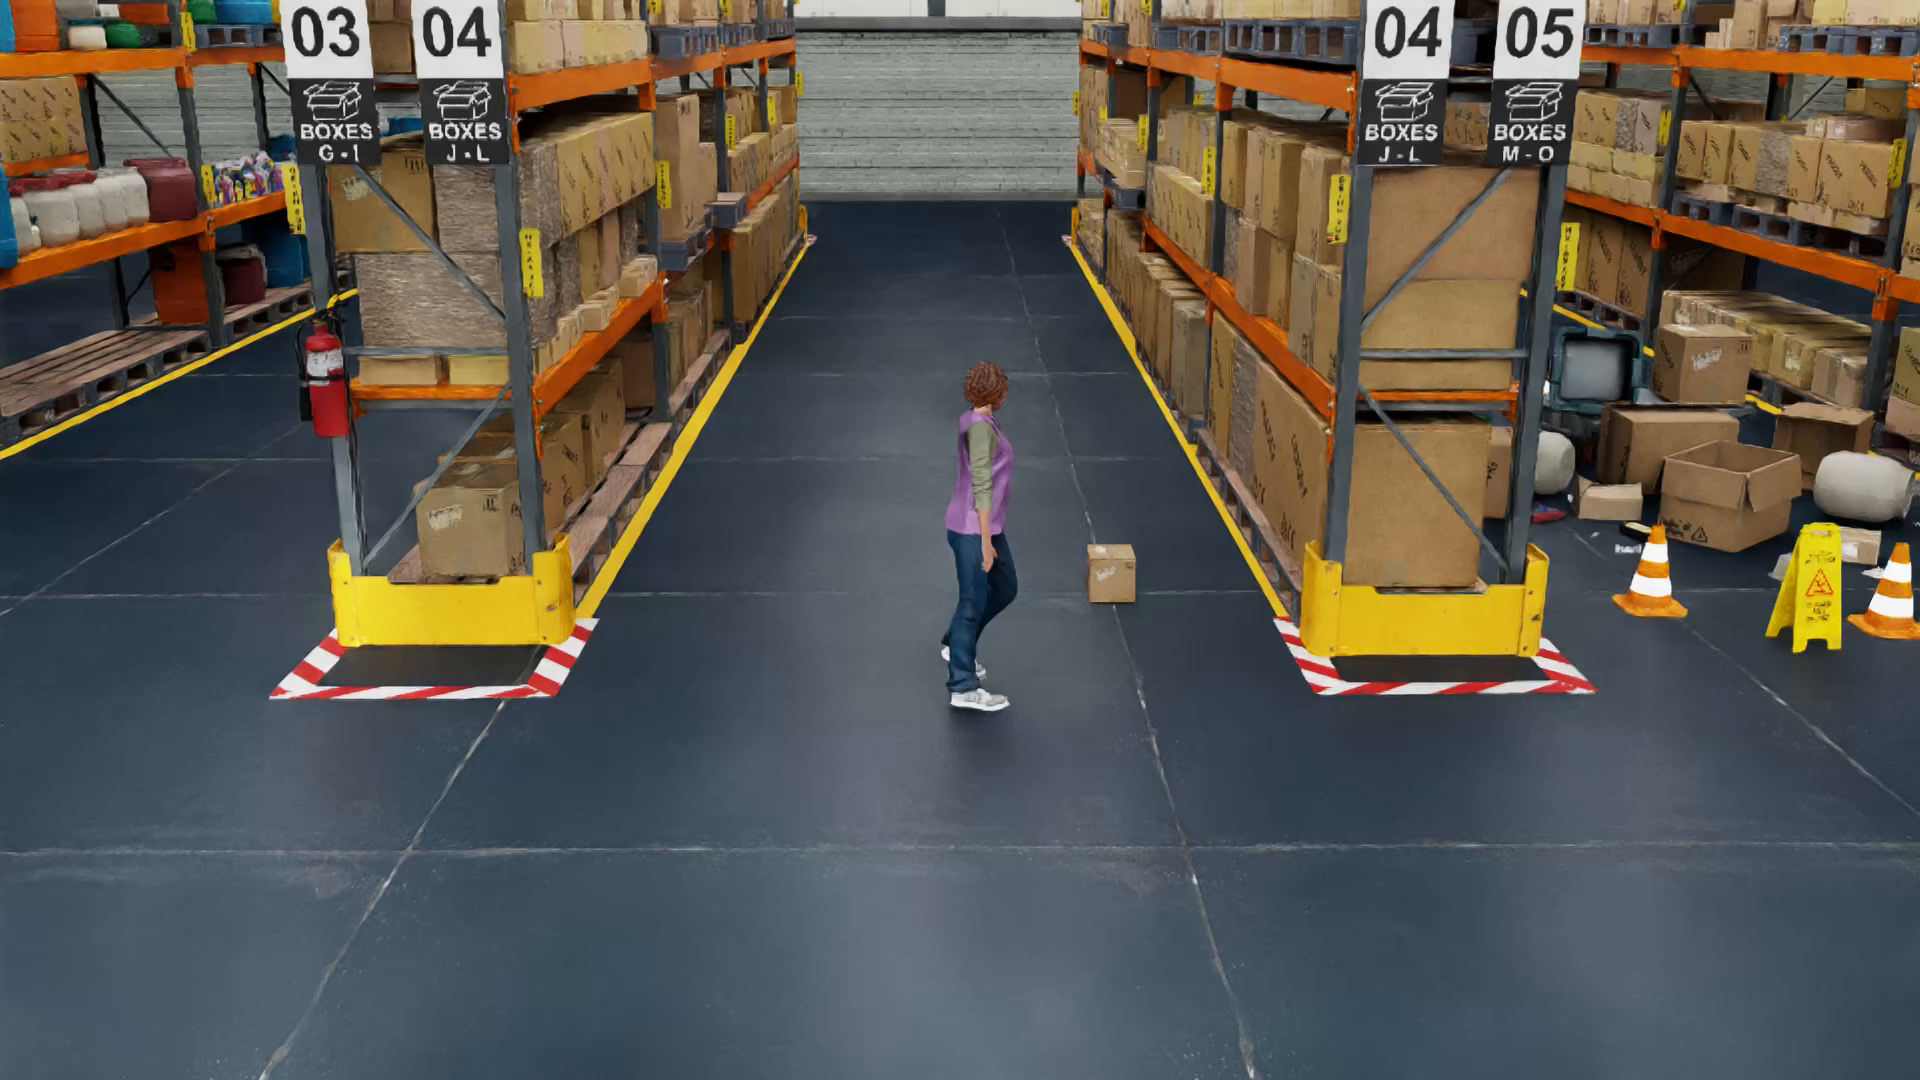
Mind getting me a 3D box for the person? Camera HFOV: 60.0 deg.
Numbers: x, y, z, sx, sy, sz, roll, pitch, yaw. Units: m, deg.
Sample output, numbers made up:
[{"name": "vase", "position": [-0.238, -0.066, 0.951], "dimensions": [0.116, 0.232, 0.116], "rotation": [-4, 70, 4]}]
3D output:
[{"name": "person", "position": [0.074, -0.036, 7.693], "dimensions": [0.372, 1.582, 0.526], "rotation": [2, 18, 7]}]
